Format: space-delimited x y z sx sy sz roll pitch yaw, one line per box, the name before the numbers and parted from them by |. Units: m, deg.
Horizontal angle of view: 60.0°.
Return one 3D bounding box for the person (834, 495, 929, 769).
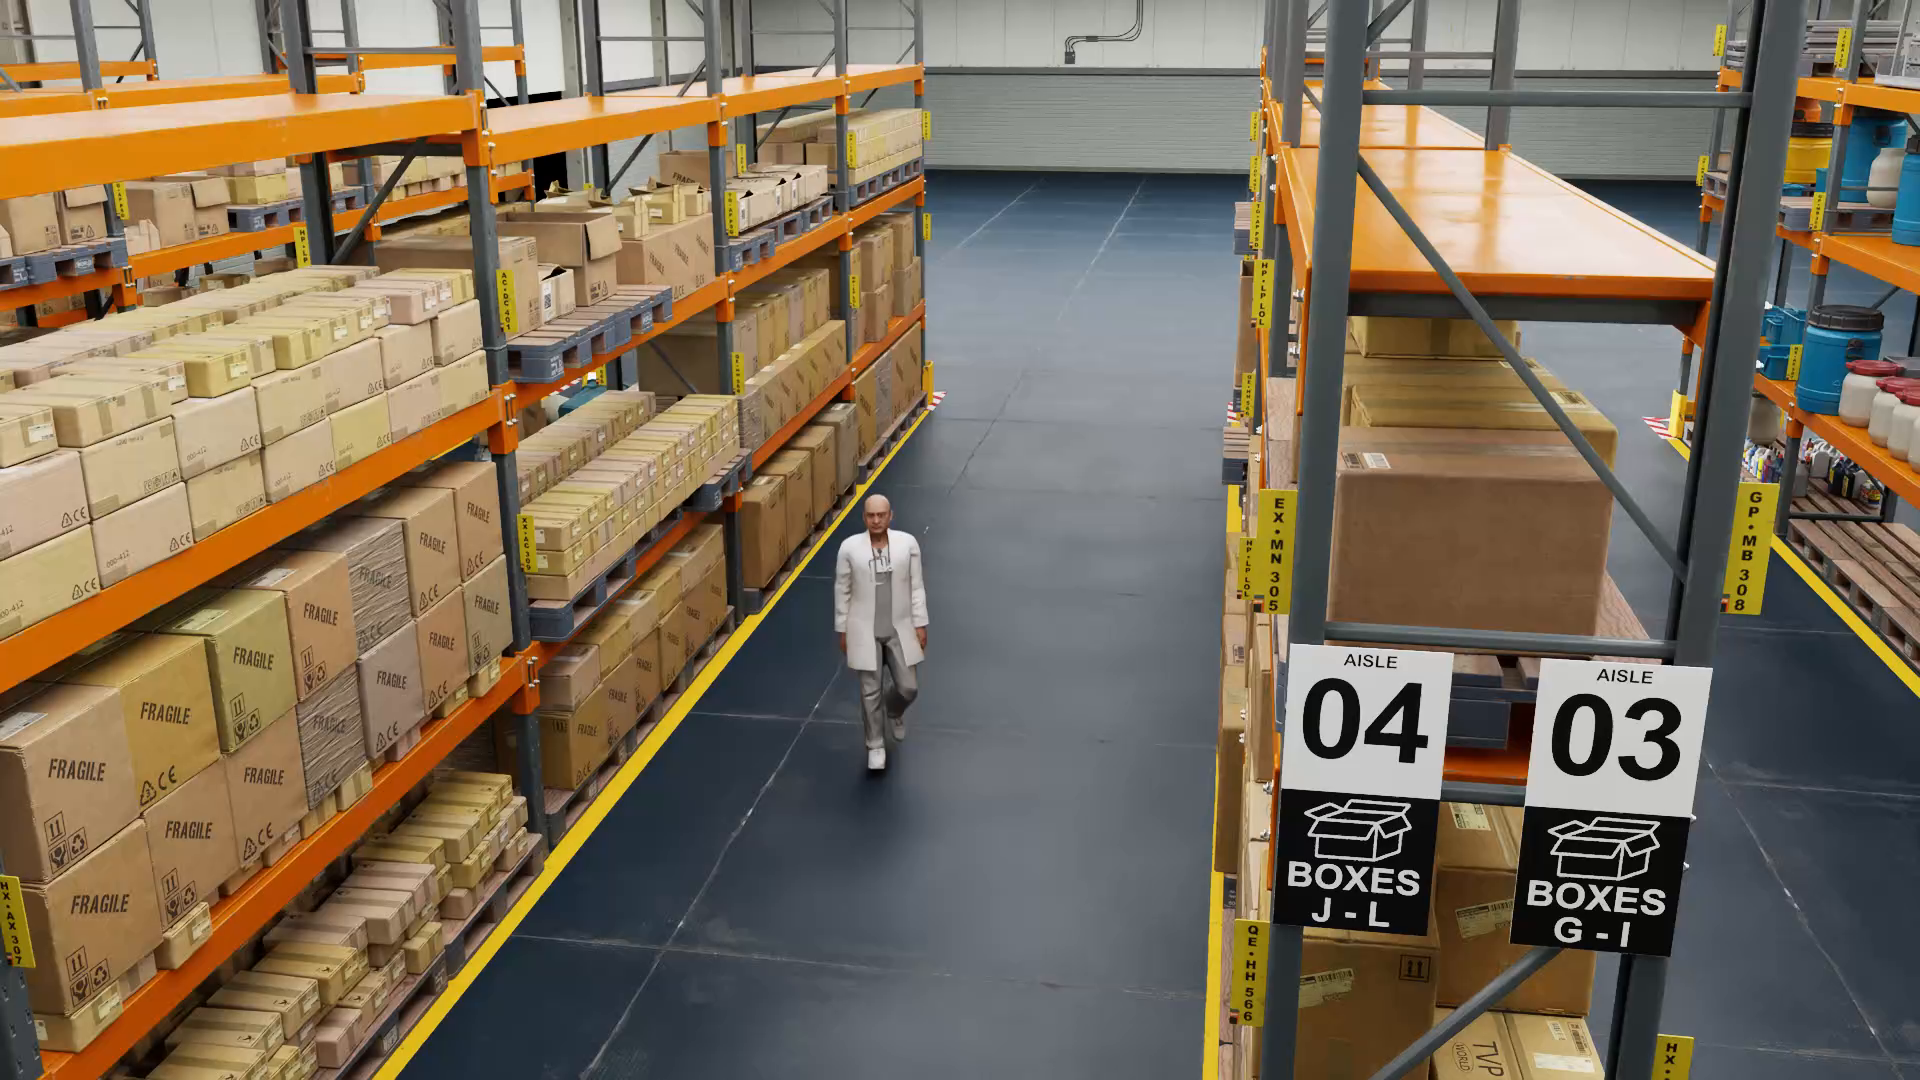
person | -0.503 0.566 10.693 0.610 1.767 0.600 -3 18 -8
